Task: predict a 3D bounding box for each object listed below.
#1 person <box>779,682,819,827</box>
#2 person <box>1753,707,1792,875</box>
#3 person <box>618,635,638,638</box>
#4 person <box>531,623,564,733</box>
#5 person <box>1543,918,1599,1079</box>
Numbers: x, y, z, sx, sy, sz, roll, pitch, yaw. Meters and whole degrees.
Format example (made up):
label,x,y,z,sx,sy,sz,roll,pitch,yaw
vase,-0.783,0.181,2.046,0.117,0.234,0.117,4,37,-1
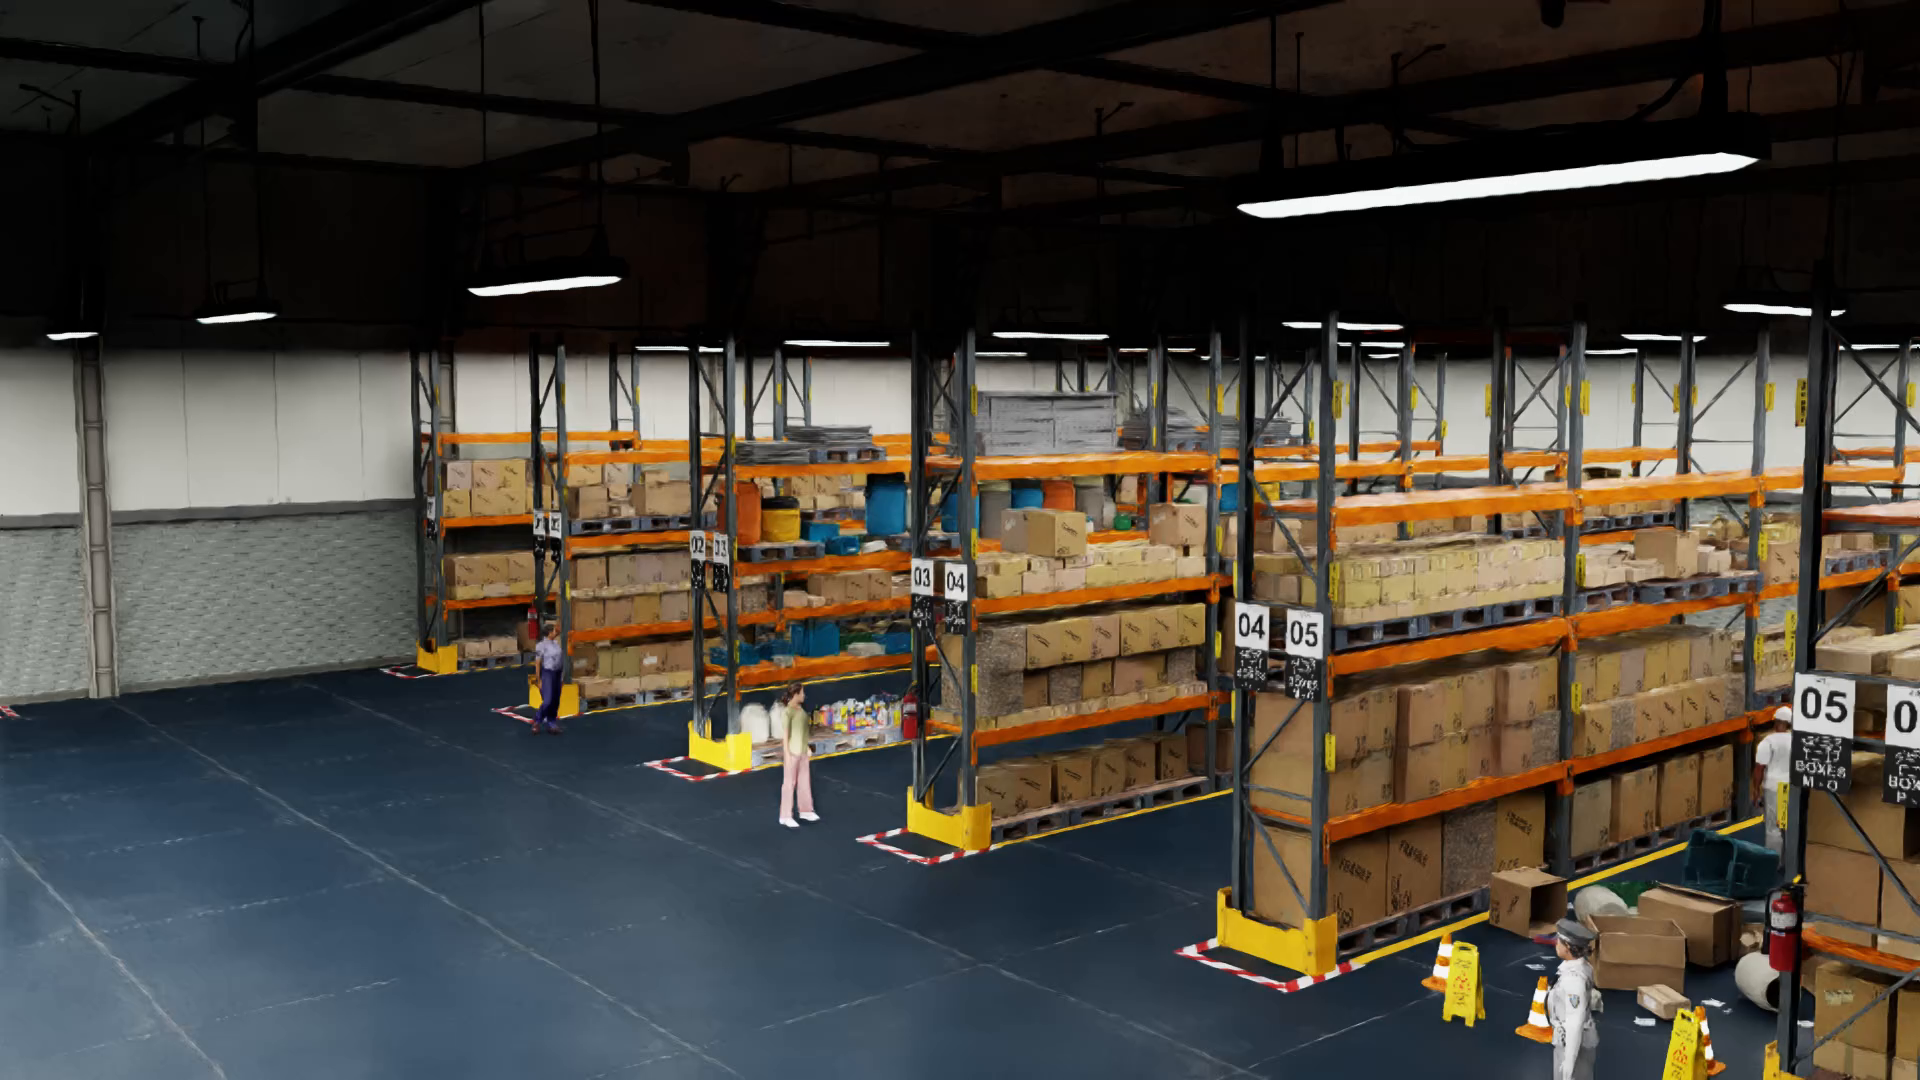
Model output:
label,x,y,z,sx,sy,sz,roll,pitch,yaw
person,-1.895,2.505,19.598,0.432,1.677,0.499,2,6,19
person,8.680,2.636,17.677,0.625,1.765,0.497,-1,5,-9
person,-6.224,1.512,31.062,0.497,1.549,0.468,-1,5,-8
person,-6.130,2.060,24.733,0.437,1.645,0.531,2,6,22
person,4.097,3.339,10.895,0.531,1.668,0.572,2,6,22
